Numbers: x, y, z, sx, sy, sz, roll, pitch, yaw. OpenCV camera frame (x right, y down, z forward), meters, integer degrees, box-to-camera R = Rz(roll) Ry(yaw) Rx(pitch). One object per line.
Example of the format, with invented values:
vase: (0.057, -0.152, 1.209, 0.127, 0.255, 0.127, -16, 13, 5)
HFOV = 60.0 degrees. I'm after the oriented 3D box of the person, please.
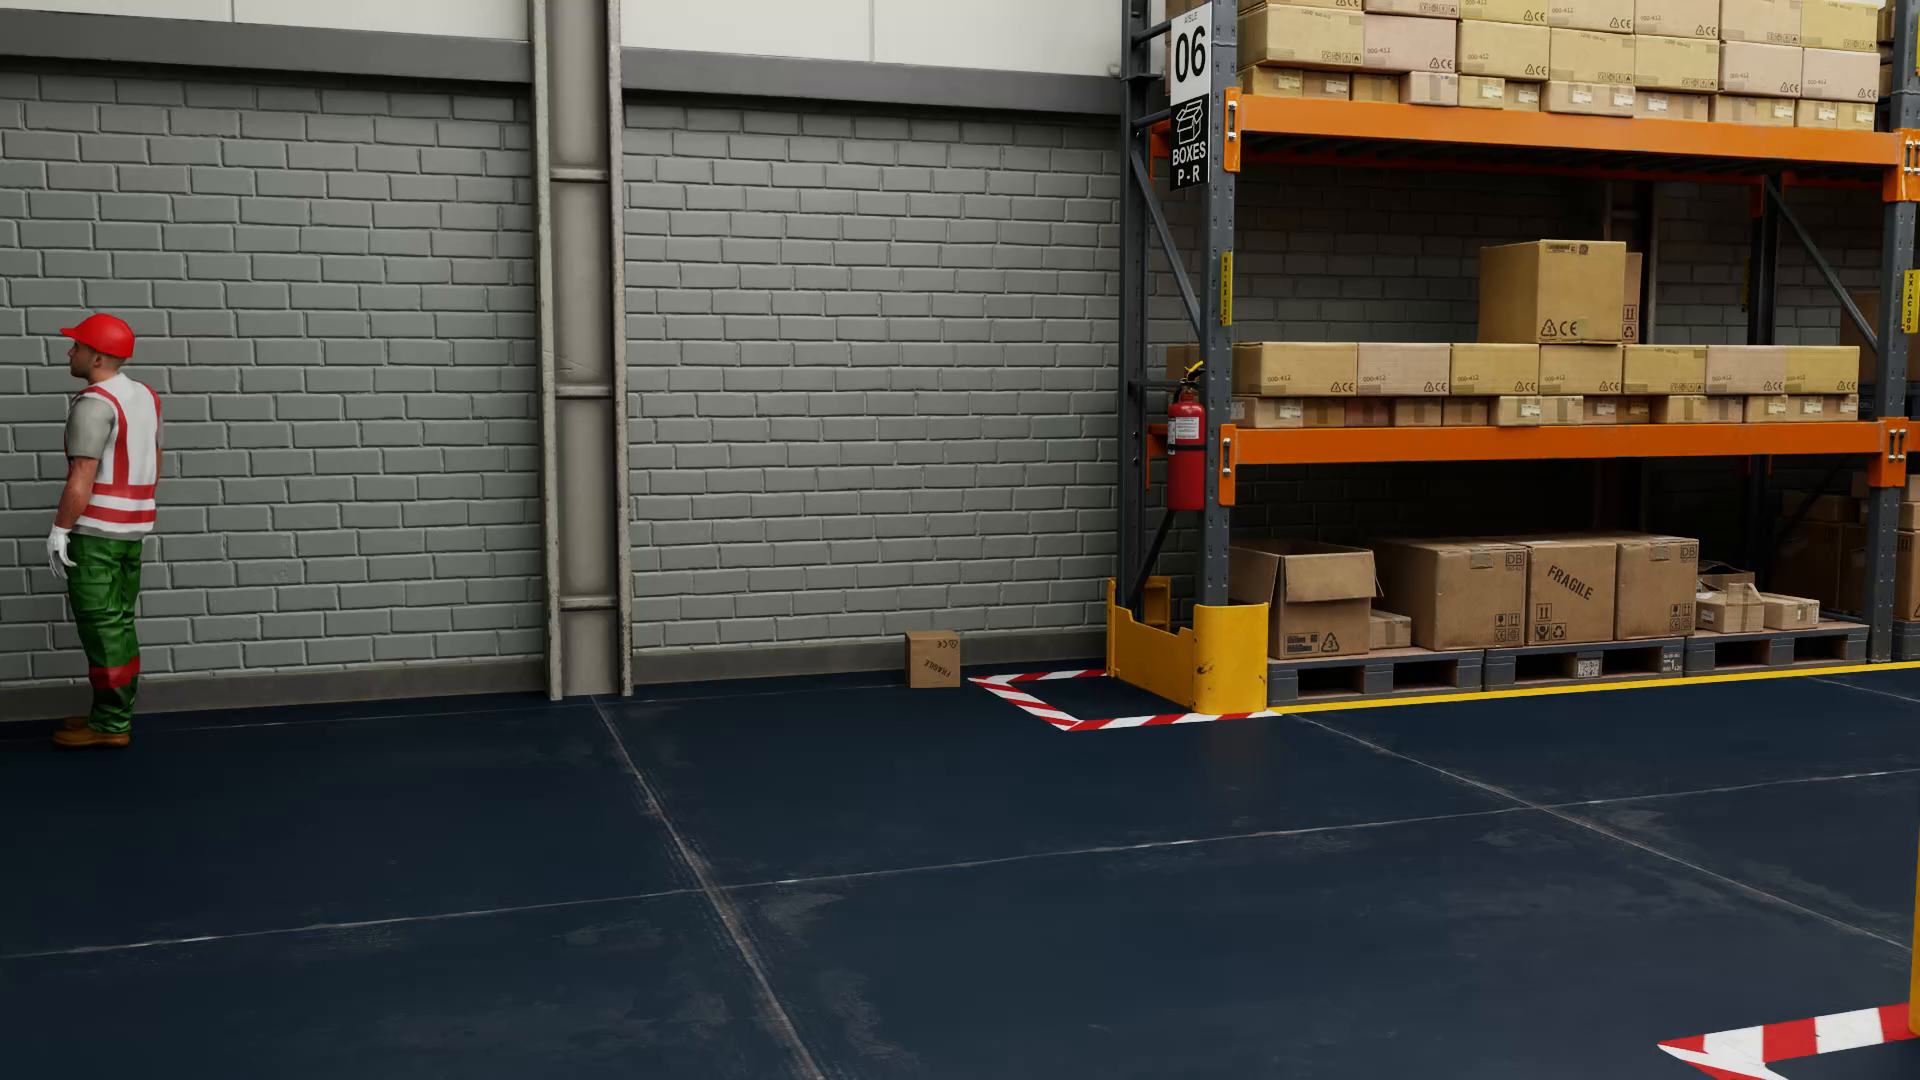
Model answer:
person: (-3.617, -0.035, 6.890, 0.557, 1.789, 0.633, 0, 6, 2)
